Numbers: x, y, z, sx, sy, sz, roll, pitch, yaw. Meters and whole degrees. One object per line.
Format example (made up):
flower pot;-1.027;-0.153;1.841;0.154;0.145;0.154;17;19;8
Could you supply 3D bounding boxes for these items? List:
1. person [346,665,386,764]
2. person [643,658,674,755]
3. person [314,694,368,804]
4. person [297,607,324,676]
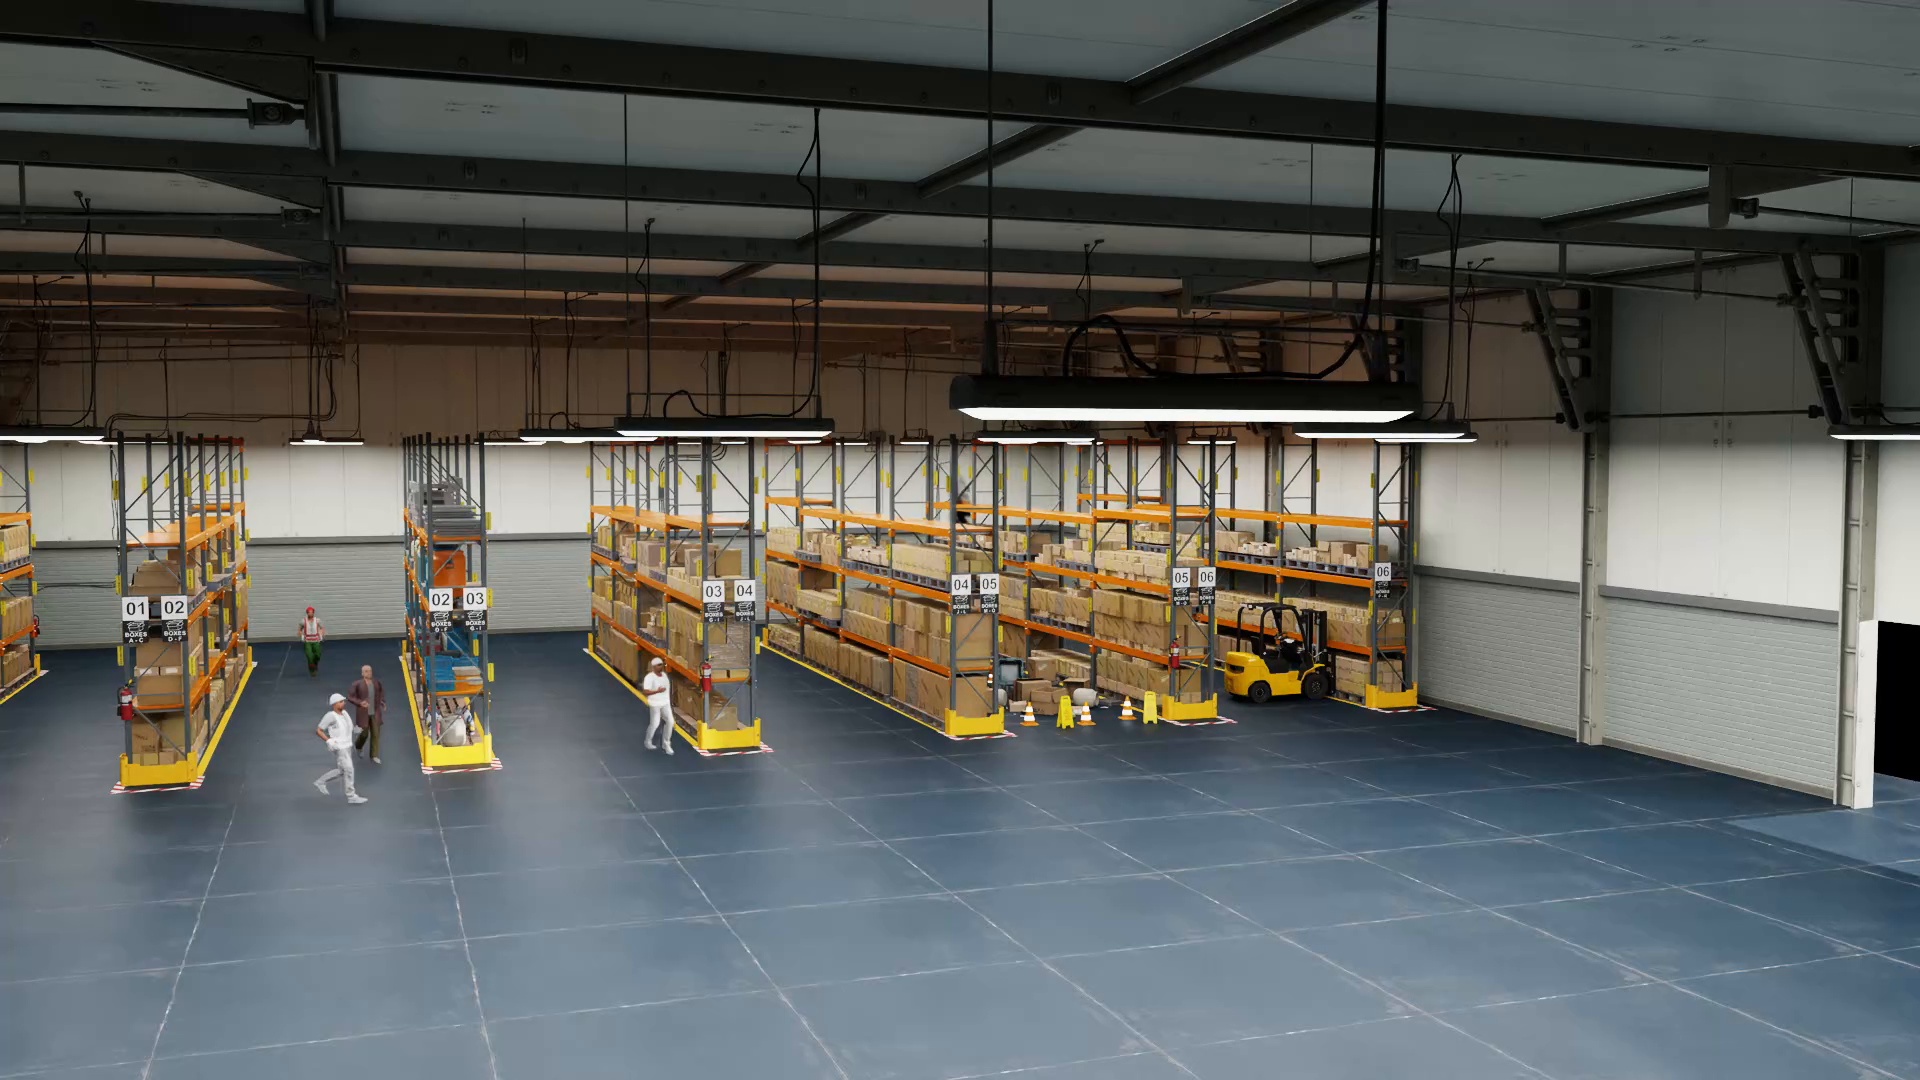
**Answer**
person;-10.790;3.158;30.271;0.735;1.765;0.855;-3;4;-40
person;-5.644;3.111;31.154;0.729;1.823;0.674;3;4;43
person;-9.992;3.349;26.755;0.941;1.763;0.696;0;3;6
person;-16.231;2.544;41.618;0.636;1.741;0.586;-2;4;-28
